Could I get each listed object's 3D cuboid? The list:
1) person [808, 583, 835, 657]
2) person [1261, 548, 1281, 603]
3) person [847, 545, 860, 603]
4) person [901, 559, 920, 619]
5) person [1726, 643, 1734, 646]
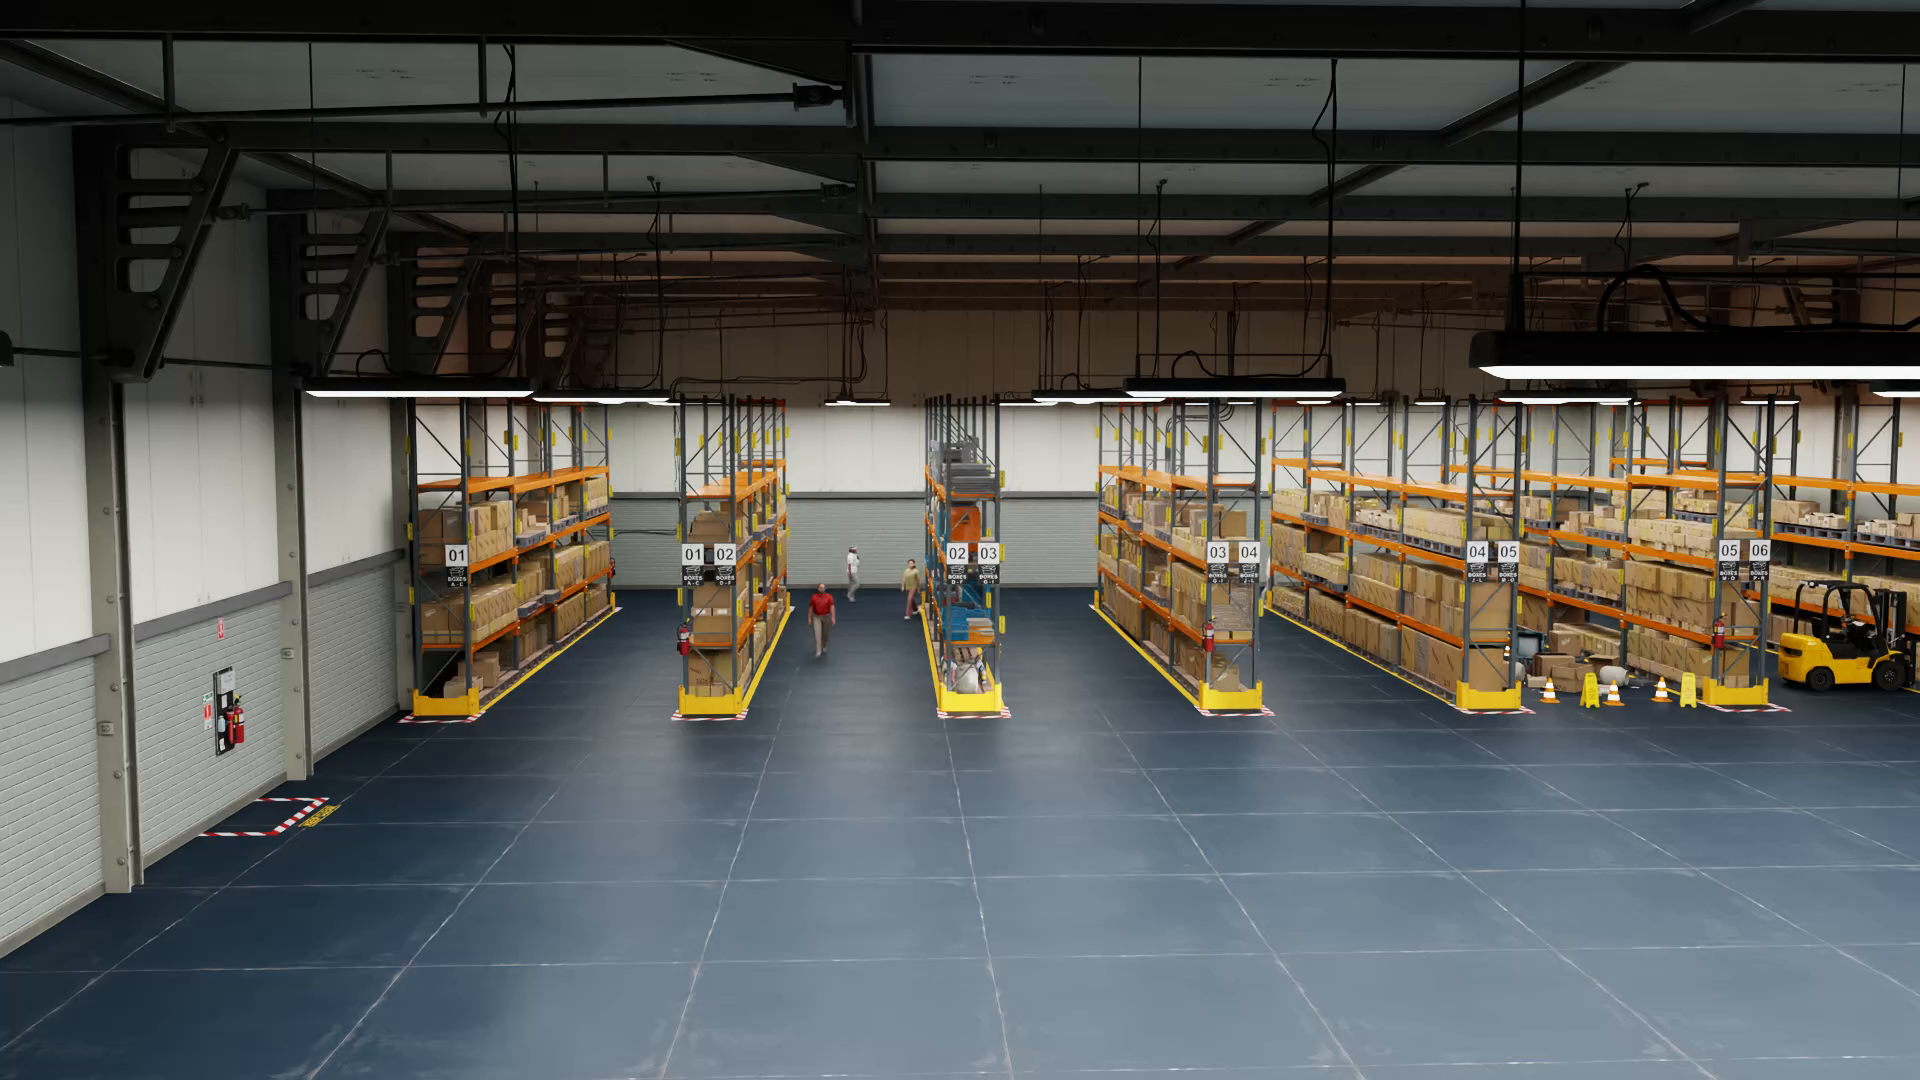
[{"bbox_3d":[-3.199,1.826,38.471,0.603,1.657,1.088,-1,5,-12],"label":"person"},{"bbox_3d":[9.161,1.050,48.912,0.637,1.699,0.607,0,5,5],"label":"person"},{"bbox_3d":[-3.151,0.992,49.202,0.408,1.700,0.462,0,5,-2],"label":"person"},{"bbox_3d":[-1.319,1.321,45.310,0.447,1.615,1.069,2,5,26],"label":"person"},{"bbox_3d":[16.755,2.066,36.311,0.408,1.594,0.636,-1,5,-14],"label":"person"}]
